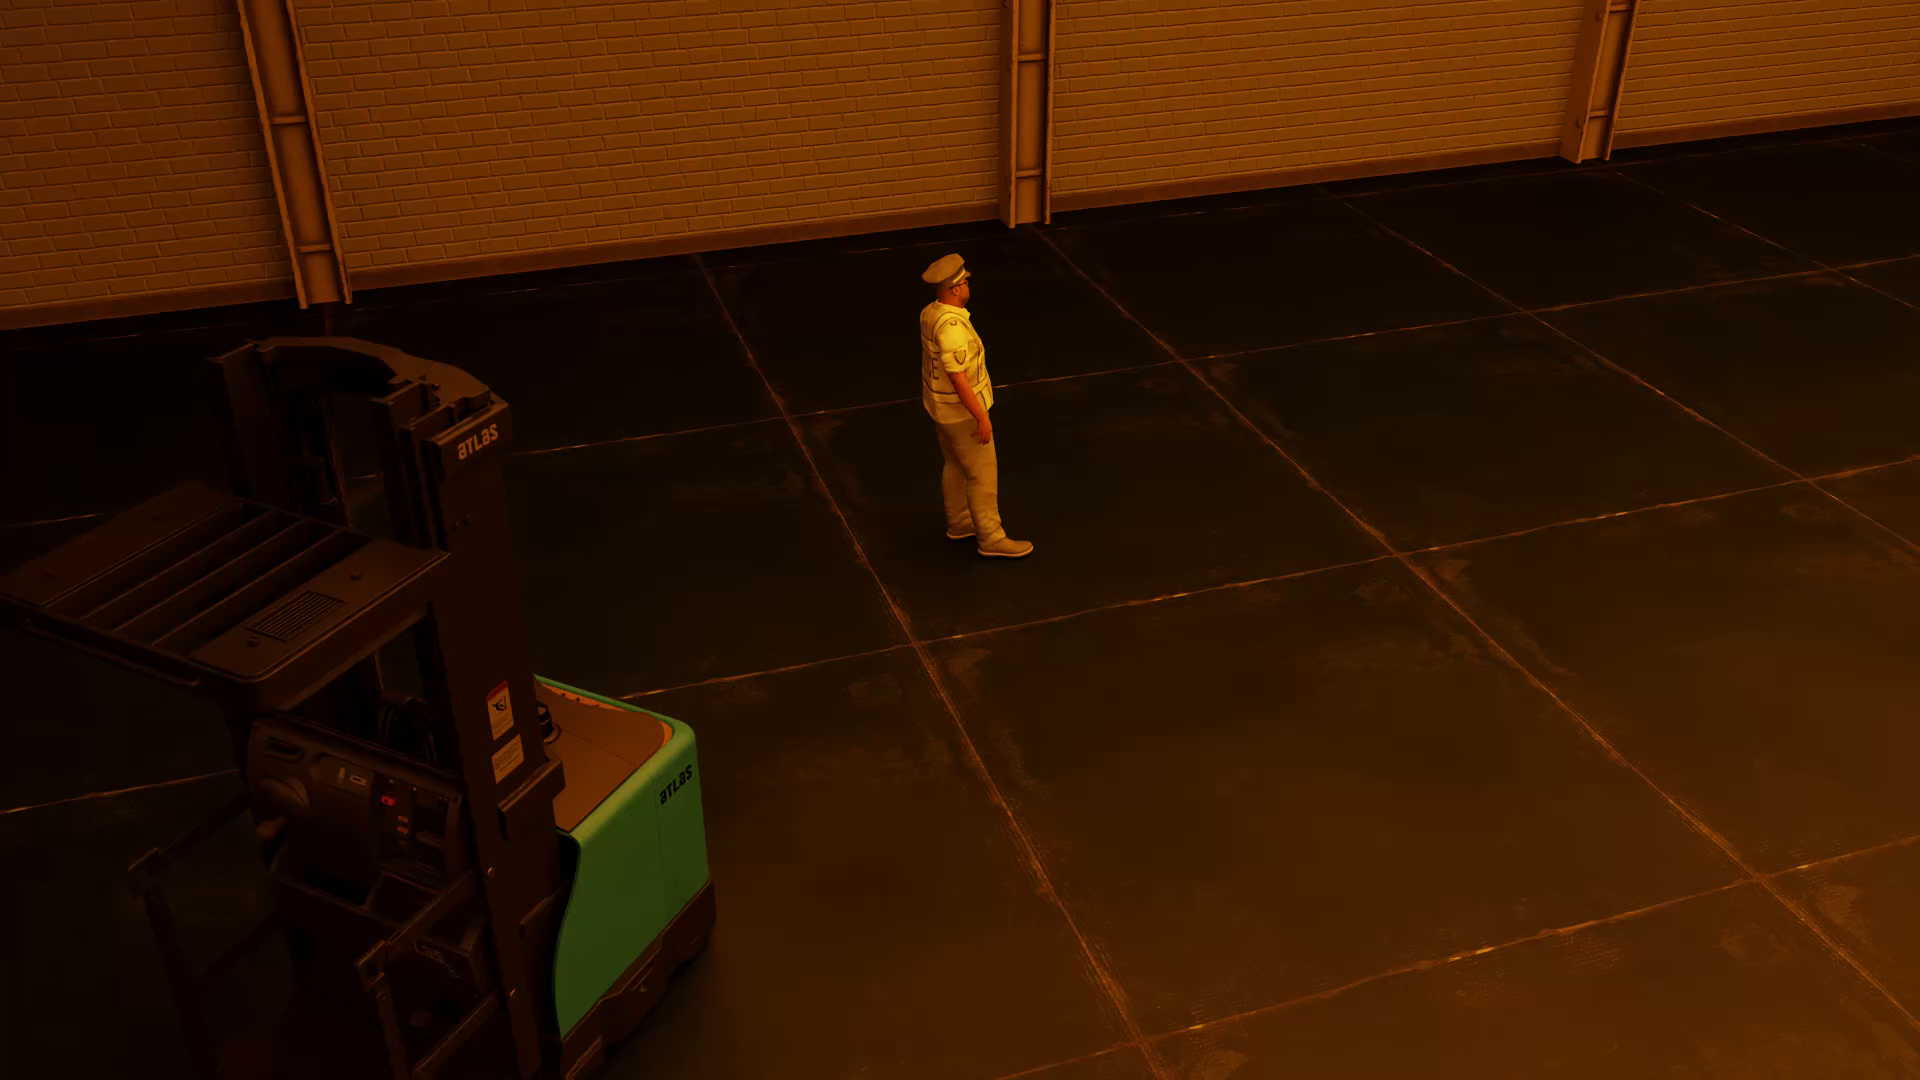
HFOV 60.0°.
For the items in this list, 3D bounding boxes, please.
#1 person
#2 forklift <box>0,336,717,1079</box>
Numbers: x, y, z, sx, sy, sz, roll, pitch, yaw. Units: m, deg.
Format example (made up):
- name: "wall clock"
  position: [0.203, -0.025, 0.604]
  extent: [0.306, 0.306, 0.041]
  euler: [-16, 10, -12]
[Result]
- name: "person"
  position: [0.078, -0.786, 9.590]
  extent: [0.574, 1.780, 0.641]
  euler: [-10, 31, -16]
- name: "forklift"
  position: [-2.140, 0.945, 5.445]
  extent: [1.130, 2.935, 3.031]
  euler: [14, 33, 23]
